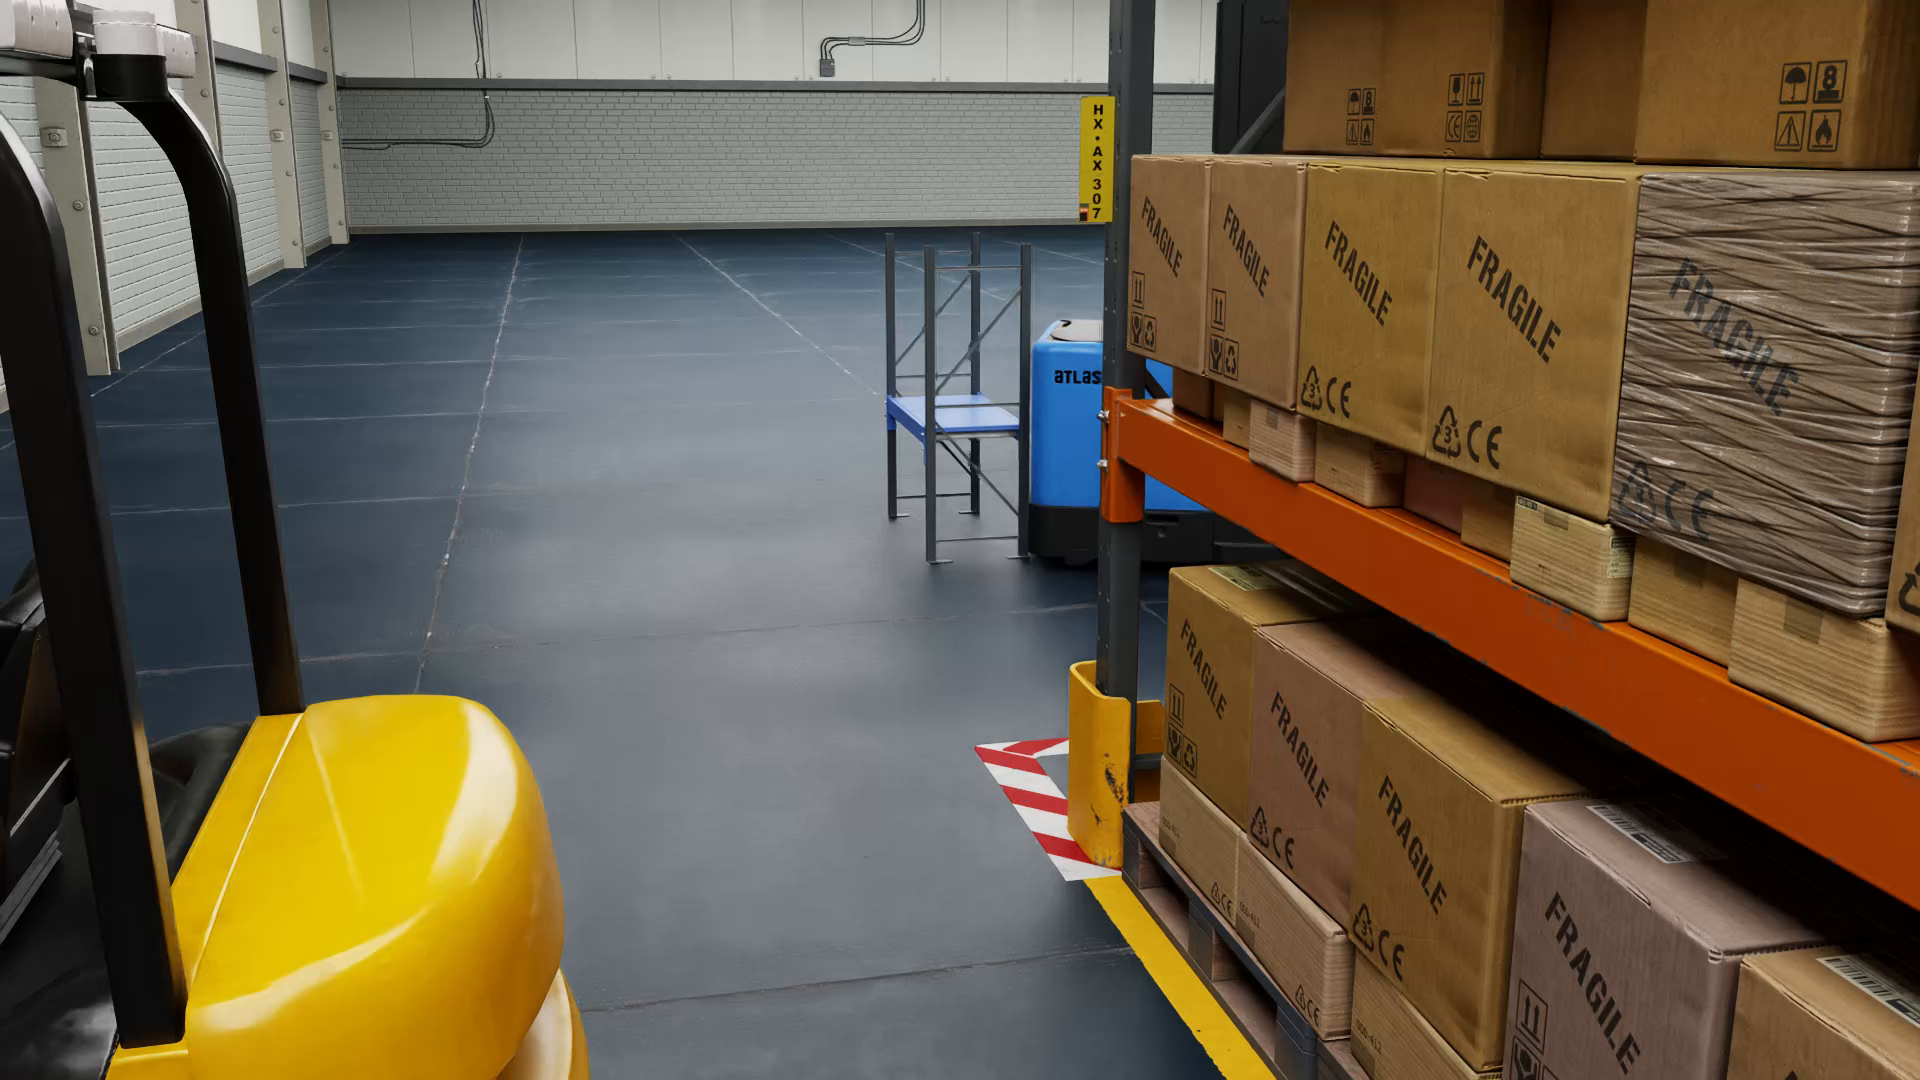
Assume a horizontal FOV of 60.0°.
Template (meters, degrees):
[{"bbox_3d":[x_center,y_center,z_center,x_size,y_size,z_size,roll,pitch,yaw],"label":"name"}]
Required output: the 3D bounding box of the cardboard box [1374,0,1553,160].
[{"bbox_3d":[1.339,-1.079,3.579,0.700,0.500,0.500,-3,14,-13],"label":"cardboard box"}]

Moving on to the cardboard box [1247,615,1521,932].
[{"bbox_3d":[0.949,0.472,3.505,0.500,0.500,0.500,-4,14,-15],"label":"cardboard box"}]

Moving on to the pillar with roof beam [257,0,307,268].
[{"bbox_3d":[-6.093,-8.826,25.590,9.100,9.000,0.400,-3,14,-13],"label":"pillar with roof beam"}]

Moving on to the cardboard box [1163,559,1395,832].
[{"bbox_3d":[0.822,0.351,3.997,0.500,0.500,0.500,-4,14,-15],"label":"cardboard box"}]

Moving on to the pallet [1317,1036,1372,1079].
[{"bbox_3d":[1.352,1.219,2.991,1.003,0.211,1.213,-3,14,-13],"label":"pallet"}]

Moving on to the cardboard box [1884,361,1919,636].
[{"bbox_3d":[1.361,-0.100,1.680,0.500,0.500,0.500,-3,14,-11],"label":"cardboard box"}]

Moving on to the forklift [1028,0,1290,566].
[{"bbox_3d":[1.882,-1.353,7.790,3.031,2.935,1.130,2,14,8],"label":"forklift"}]

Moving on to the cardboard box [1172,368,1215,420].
[{"bbox_3d":[0.774,-0.411,4.319,0.380,0.149,0.250,-3,14,-13],"label":"cardboard box"}]

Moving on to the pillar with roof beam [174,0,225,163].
[{"bbox_3d":[-4.684,-7.441,19.925,9.100,9.000,0.400,-3,14,-13],"label":"pillar with roof beam"}]

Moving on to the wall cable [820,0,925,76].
[{"bbox_3d":[-1.862,-12.901,35.105,2.305,6.003,0.169,-3,14,-13],"label":"wall cable"}]

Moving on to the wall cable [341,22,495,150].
[{"bbox_3d":[-11.094,-9.215,33.726,3.097,2.526,0.112,-3,14,-13],"label":"wall cable"}]

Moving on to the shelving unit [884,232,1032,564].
[{"bbox_3d":[-0.028,-0.748,8.330,0.538,1.500,1.048,-3,14,-12],"label":"shelving unit"}]

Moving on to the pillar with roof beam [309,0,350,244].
[{"bbox_3d":[-7.503,-10.210,31.256,9.100,9.000,0.400,-3,14,-13],"label":"pillar with roof beam"}]

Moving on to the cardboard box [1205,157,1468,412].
[{"bbox_3d":[0.861,-0.572,3.611,0.500,0.500,0.500,-3,14,-11],"label":"cardboard box"}]

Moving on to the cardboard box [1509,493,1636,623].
[{"bbox_3d":[1.094,0.012,2.585,0.380,0.149,0.250,-3,14,-13],"label":"cardboard box"}]

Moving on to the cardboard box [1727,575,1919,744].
[{"bbox_3d":[1.221,0.130,2.102,0.380,0.149,0.250,-3,14,-14],"label":"cardboard box"}]

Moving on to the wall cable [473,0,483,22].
[{"bbox_3d":[-8.464,-11.819,33.744,3.097,2.526,0.112,-3,14,-13],"label":"wall cable"}]

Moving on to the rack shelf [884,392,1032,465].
[{"bbox_3d":[-0.028,-0.574,8.373,0.538,0.185,1.000,-3,14,-12],"label":"rack shelf"}]

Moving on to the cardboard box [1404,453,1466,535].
[{"bbox_3d":[1.059,-0.111,3.092,0.380,0.149,0.250,-3,14,-11],"label":"cardboard box"}]

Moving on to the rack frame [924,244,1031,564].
[{"bbox_3d":[0.084,-0.631,7.848,0.500,1.500,0.032,-3,14,-12],"label":"rack frame"}]

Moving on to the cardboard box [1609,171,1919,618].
[{"bbox_3d":[1.235,-0.220,2.169,0.500,0.500,0.500,-3,14,-12],"label":"cardboard box"}]

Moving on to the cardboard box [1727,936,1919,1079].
[{"bbox_3d":[1.314,0.828,2.045,0.500,0.500,0.500,-3,14,-12],"label":"cardboard box"}]

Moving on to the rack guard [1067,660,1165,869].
[{"bbox_3d":[0.913,0.609,4.882,1.175,0.500,0.348,-3,14,-13],"label":"rack guard"}]

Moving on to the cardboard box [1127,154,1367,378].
[{"bbox_3d":[0.737,-0.691,4.099,0.500,0.500,0.500,-4,14,-14],"label":"cardboard box"}]

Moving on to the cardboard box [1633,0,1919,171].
[{"bbox_3d":[1.541,-0.844,2.618,0.700,0.500,0.500,-3,14,-14],"label":"cardboard box"}]

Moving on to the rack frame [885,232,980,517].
[{"bbox_3d":[-0.140,-0.866,8.812,0.500,1.500,0.032,-3,14,-12],"label":"rack frame"}]

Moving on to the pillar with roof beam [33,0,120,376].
[{"bbox_3d":[-3.275,-6.057,14.259,9.100,9.000,0.400,-3,14,-13],"label":"pillar with roof beam"}]

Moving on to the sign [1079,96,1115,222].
[{"bbox_3d":[0.368,-1.013,4.430,0.100,0.325,0.005,-3,14,-13],"label":"sign"}]

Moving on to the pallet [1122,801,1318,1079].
[{"bbox_3d":[1.069,0.938,4.141,1.003,0.211,1.213,-3,14,-13],"label":"pallet"}]

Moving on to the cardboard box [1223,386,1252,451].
[{"bbox_3d":[0.830,-0.288,3.815,0.380,0.149,0.250,-4,14,-15],"label":"cardboard box"}]

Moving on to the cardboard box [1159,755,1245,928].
[{"bbox_3d":[0.816,0.710,4.109,0.500,0.250,0.500,-3,14,-14],"label":"cardboard box"}]

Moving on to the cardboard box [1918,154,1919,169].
[{"bbox_3d":[1.752,-0.729,2.147,0.700,0.500,0.500,-4,14,-14],"label":"cardboard box"}]

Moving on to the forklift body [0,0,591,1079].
[{"bbox_3d":[-1.710,0.403,2.247,2.313,2.155,1.214,-3,14,-13],"label":"forklift body"}]

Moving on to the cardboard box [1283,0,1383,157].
[{"bbox_3d":[1.227,-1.196,4.059,0.700,0.500,0.500,-4,14,-15],"label":"cardboard box"}]

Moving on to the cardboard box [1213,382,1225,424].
[{"bbox_3d":[0.847,-0.354,4.084,0.380,0.149,0.250,-3,14,-12],"label":"cardboard box"}]

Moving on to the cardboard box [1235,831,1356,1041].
[{"bbox_3d":[0.928,0.828,3.625,0.500,0.250,0.500,-3,14,-11],"label":"cardboard box"}]

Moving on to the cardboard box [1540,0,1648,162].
[{"bbox_3d":[1.559,-0.967,3.121,0.700,0.500,0.500,-3,14,-14],"label":"cardboard box"}]

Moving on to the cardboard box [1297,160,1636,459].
[{"bbox_3d":[0.982,-0.455,3.130,0.500,0.500,0.500,-4,14,-14],"label":"cardboard box"}]

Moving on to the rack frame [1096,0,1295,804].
[{"bbox_3d":[0.895,-0.623,4.657,1.000,3.000,0.127,-3,14,-13],"label":"rack frame"}]

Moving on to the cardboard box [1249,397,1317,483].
[{"bbox_3d":[0.845,-0.227,3.565,0.380,0.149,0.250,-3,14,-12],"label":"cardboard box"}]

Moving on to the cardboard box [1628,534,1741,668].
[{"bbox_3d":[1.190,0.070,2.351,0.380,0.149,0.250,-4,14,-14],"label":"cardboard box"}]

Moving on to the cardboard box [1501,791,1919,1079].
[{"bbox_3d":[1.193,0.711,2.526,0.500,0.500,0.500,-3,14,-10],"label":"cardboard box"}]

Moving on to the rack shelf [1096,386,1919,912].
[{"bbox_3d":[1.365,0.188,2.854,1.077,0.370,4.000,-3,14,-13],"label":"rack shelf"}]

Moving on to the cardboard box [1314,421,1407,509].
[{"bbox_3d":[0.939,-0.169,3.328,0.380,0.149,0.250,-3,14,-12],"label":"cardboard box"}]

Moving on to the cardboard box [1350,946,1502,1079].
[{"bbox_3d":[1.069,0.954,3.113,0.500,0.250,0.500,-2,14,-9],"label":"cardboard box"}]

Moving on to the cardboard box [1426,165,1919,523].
[{"bbox_3d":[1.110,-0.338,2.652,0.500,0.500,0.500,-4,14,-14],"label":"cardboard box"}]

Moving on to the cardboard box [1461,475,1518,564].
[{"bbox_3d":[1.092,-0.049,2.836,0.380,0.149,0.250,-4,14,-15],"label":"cardboard box"}]

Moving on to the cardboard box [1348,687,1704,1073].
[{"bbox_3d":[1.059,0.588,3.029,0.500,0.500,0.500,-3,14,-12],"label":"cardboard box"}]
